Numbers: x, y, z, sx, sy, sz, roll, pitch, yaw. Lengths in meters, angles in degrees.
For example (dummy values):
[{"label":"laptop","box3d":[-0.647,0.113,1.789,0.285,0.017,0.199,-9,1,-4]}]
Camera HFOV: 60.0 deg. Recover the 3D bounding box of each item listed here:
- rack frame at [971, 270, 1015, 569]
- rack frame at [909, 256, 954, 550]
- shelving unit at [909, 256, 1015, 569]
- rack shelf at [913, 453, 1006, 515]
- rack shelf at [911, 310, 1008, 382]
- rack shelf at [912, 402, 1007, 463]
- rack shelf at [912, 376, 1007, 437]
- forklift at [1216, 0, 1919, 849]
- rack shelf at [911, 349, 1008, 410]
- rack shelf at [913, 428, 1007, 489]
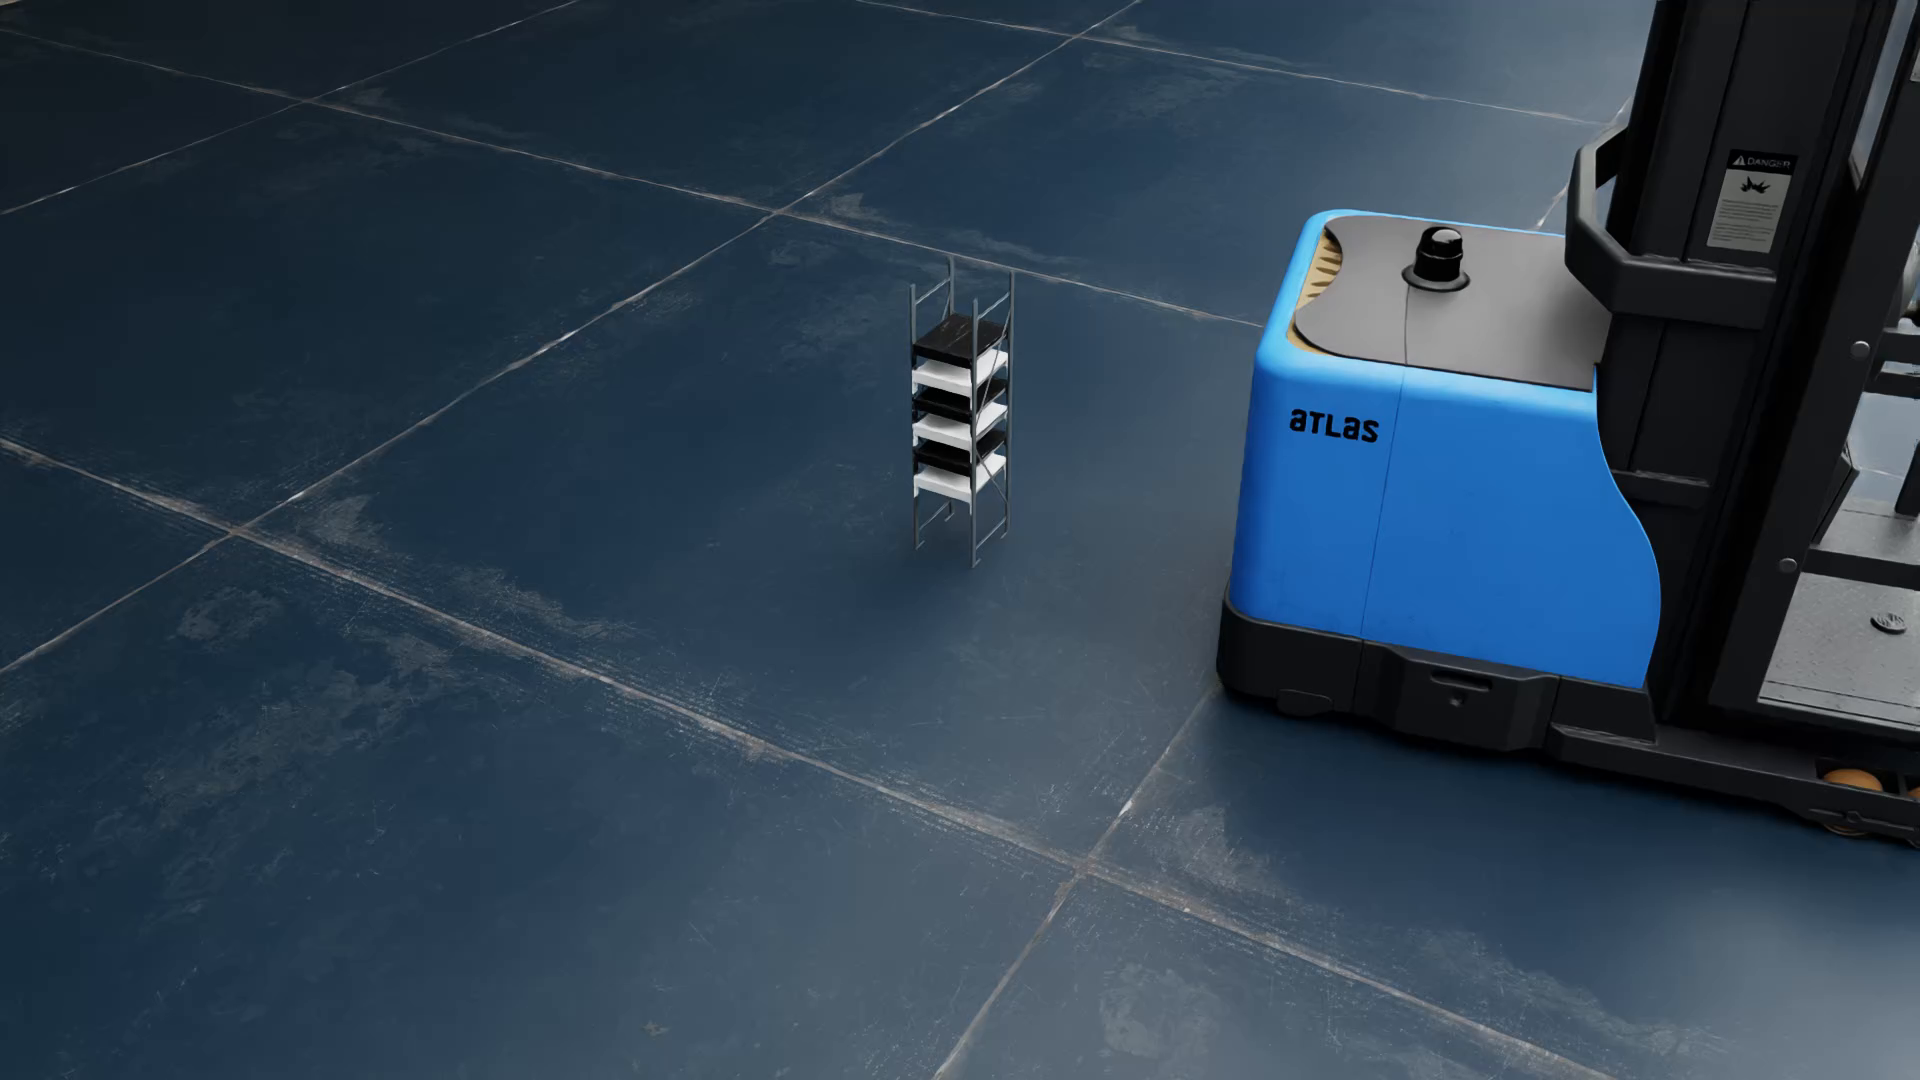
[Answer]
[{"label":"rack frame","box3d":[0.095,-0.344,4.955,0.006,0.900,0.240,18,37,24]},{"label":"rack frame","box3d":[-0.081,-0.400,5.039,0.006,0.900,0.240,18,37,24]},{"label":"shelving unit","box3d":[0.007,-0.372,4.997,0.210,0.900,0.258,18,37,24]},{"label":"rack shelf","box3d":[0.007,-0.195,5.115,0.200,0.077,0.258,18,37,24]},{"label":"rack shelf","box3d":[0.007,-0.569,4.866,0.200,0.077,0.258,18,37,24]},{"label":"rack shelf","box3d":[0.007,-0.345,5.016,0.200,0.077,0.258,18,37,24]},{"label":"rack shelf","box3d":[0.007,-0.419,4.966,0.200,0.077,0.258,18,37,24]},{"label":"forklift","box3d":[2.281,-0.782,3.780,3.031,2.935,1.130,10,35,15]},{"label":"rack shelf","box3d":[0.007,-0.494,4.916,0.200,0.077,0.258,18,37,24]},{"label":"rack shelf","box3d":[0.007,-0.270,5.066,0.200,0.077,0.258,18,37,24]}]
